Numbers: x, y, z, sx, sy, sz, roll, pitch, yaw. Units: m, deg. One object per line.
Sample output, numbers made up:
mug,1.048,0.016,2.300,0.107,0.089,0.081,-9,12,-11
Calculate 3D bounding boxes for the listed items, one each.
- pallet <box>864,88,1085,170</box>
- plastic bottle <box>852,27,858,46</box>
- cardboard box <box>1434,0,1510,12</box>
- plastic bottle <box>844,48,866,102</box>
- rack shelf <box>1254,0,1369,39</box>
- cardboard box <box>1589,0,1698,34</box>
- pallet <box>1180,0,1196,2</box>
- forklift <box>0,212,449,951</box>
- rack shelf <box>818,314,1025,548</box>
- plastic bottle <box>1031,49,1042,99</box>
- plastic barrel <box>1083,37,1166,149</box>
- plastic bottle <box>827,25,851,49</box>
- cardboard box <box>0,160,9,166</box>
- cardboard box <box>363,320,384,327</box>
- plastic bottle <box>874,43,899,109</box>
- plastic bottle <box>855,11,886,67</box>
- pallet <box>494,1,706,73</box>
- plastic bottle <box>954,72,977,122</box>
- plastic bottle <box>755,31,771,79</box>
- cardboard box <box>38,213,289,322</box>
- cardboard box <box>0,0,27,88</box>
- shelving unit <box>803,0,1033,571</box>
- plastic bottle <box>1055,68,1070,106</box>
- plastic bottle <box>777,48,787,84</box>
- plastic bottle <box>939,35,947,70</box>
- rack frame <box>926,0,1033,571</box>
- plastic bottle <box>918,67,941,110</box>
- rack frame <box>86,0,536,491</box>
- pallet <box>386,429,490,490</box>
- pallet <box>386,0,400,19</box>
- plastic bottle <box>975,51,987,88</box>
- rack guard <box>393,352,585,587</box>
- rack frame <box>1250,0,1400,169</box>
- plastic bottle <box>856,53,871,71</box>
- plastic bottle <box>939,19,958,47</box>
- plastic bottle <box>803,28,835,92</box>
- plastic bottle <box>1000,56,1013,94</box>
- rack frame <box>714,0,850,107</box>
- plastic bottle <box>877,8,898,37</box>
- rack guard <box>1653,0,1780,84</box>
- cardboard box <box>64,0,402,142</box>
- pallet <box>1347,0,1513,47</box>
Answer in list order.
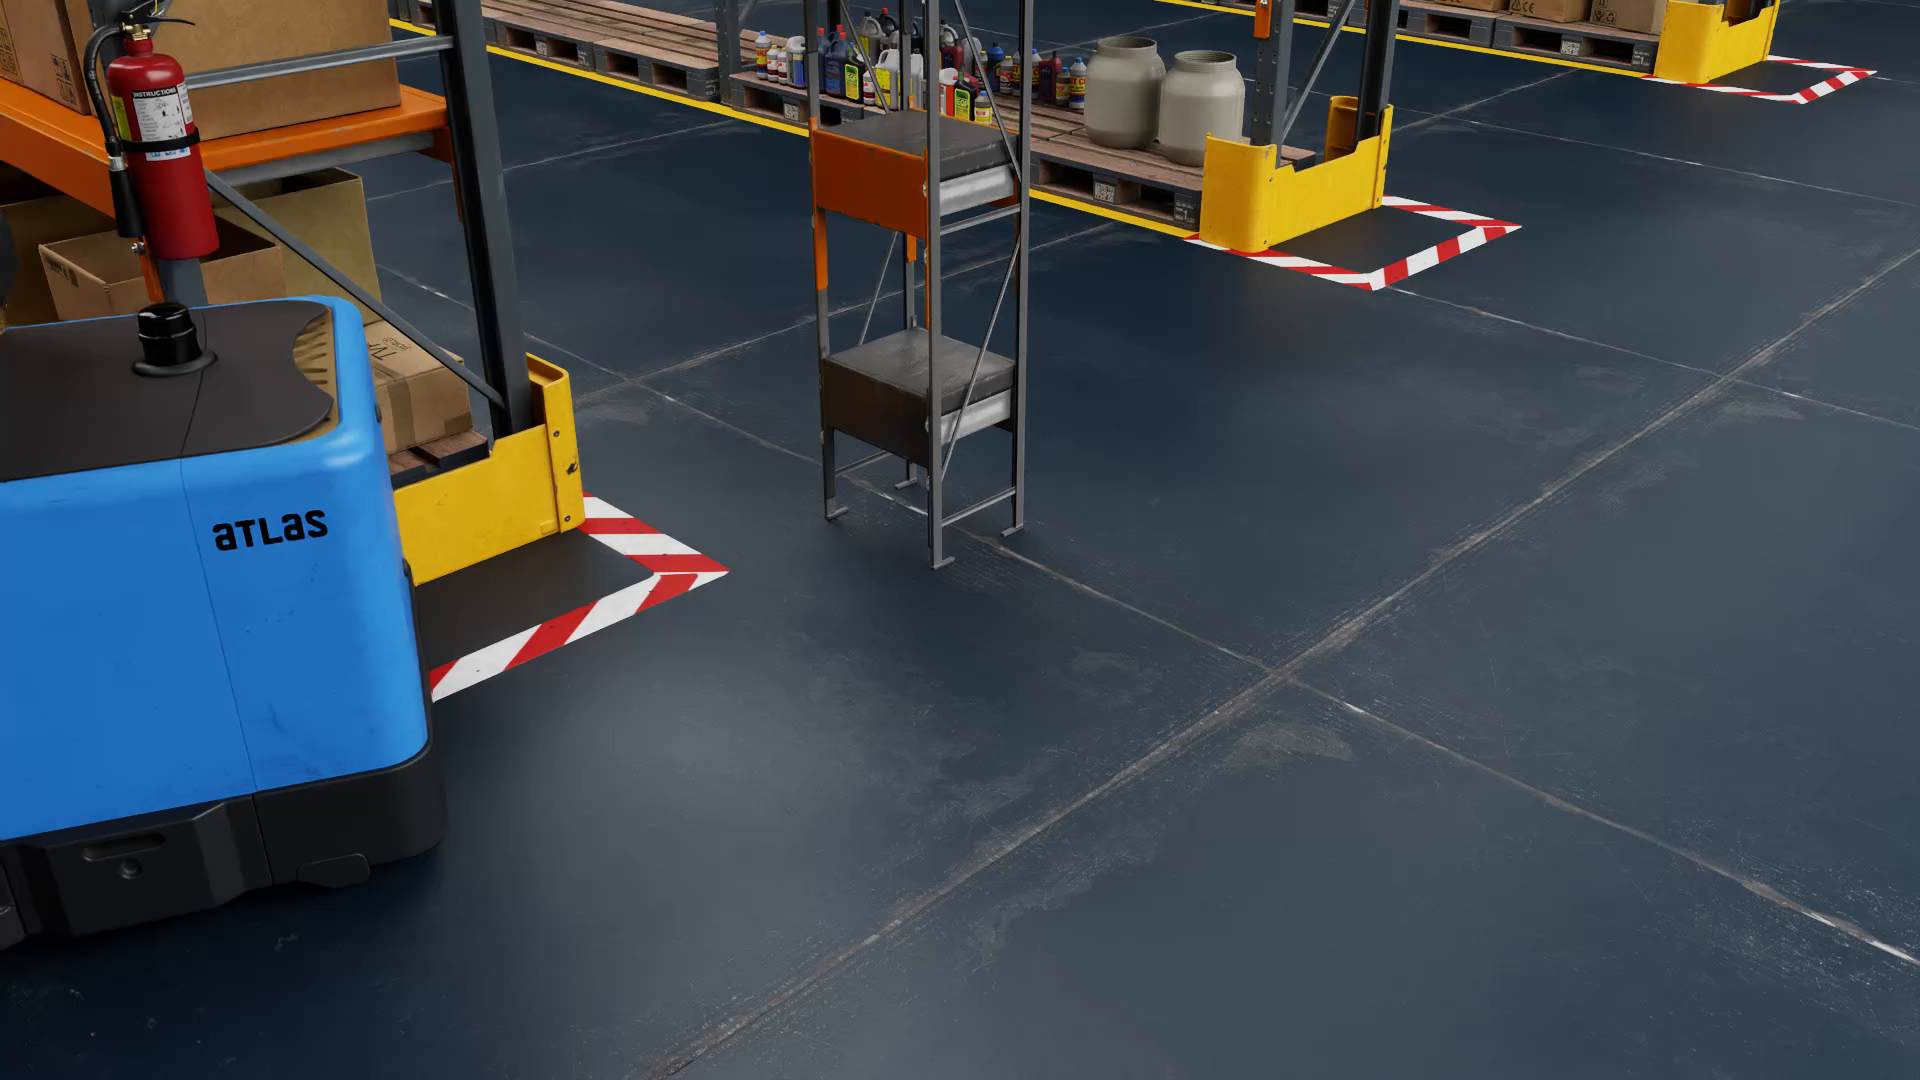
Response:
pallet,0.214,-2.344,9.481,1.213,0.211,1.003,25,36,38
plastic bottle,-0.633,-3.151,10.553,0.097,0.201,0.097,0,28,0
cardboard box,3.898,-4.231,12.308,0.500,0.500,0.500,-21,34,-35
plastic bottle,-0.602,-2.672,9.554,0.061,0.283,0.133,-23,36,-37
rack shelf,0.316,-3.239,8.959,4.000,0.370,1.077,25,36,38
cardboard box,4.781,-3.837,11.559,0.500,0.500,0.500,-18,33,-30
pallet,1.806,-4.873,14.290,1.213,0.211,1.003,25,36,38
forklift,-2.752,-0.527,3.102,3.031,2.935,1.130,-9,29,-17
rack shelf,-0.118,-0.352,5.196,0.480,0.518,0.431,25,36,38
plastic bottle,0.424,-2.698,9.618,0.097,0.271,0.097,0,28,0
plastic barrel,0.862,-2.342,8.703,0.421,0.512,0.421,0,28,0
plastic bottle,-0.724,-2.879,9.875,0.185,0.351,0.144,25,36,38
cardboard box,-3.403,-1.124,5.862,0.500,0.500,0.500,25,36,38
cardboard box,-2.319,-0.641,5.750,0.500,0.250,0.500,25,36,38
plastic bottle,-0.388,-2.630,9.403,0.185,0.351,0.144,24,36,38
plastic bottle,-0.550,-3.070,10.238,0.185,0.351,0.144,25,36,38
pallet,-2.571,-3.617,11.902,1.213,0.211,1.003,25,36,38
plastic bottle,0.029,-2.383,9.004,0.061,0.283,0.133,-24,36,-38
plastic bottle,-1.190,-2.947,10.091,0.097,0.271,0.097,0,28,0
cardboard box,-2.324,-0.639,4.939,0.500,0.500,0.500,25,36,38
cardboard box,-2.785,-1.796,5.336,0.500,0.500,0.700,25,37,39
shelving unit,-0.118,-0.983,4.864,0.503,2.100,0.431,25,36,38
plastic bottle,0.594,-2.589,9.485,0.097,0.201,0.097,0,28,0
plastic bottle,-1.045,-2.850,9.981,0.097,0.201,0.097,0,28,0
plastic bottle,-0.135,-2.877,9.945,0.133,0.283,0.061,25,36,38
rack frame,0.056,-0.904,4.713,0.015,2.100,0.400,25,36,38
plastic bottle,-0.134,-2.484,9.205,0.135,0.276,0.152,23,36,37
rack frame,-1.733,-1.262,4.427,0.127,3.000,1.000,25,36,38
pallet,-2.308,-0.263,5.524,1.213,0.211,1.003,25,36,38
pallet,-4.554,-4.524,13.627,1.213,0.211,1.003,25,36,38
plastic bottle,0.135,-2.799,9.885,0.097,0.201,0.097,0,28,0
rack guard,-1.716,-0.148,4.993,0.348,0.500,1.175,25,36,38
rack frame,1.742,-2.904,7.551,0.127,3.000,1.000,25,36,38
plastic bottle,-0.560,-2.698,9.618,0.097,0.271,0.097,0,28,0
plastic bottle,-0.082,-2.949,10.010,0.185,0.351,0.144,24,36,38
plastic bottle,-0.825,-2.831,9.784,0.144,0.351,0.185,-24,36,-38
plastic bottle,0.282,-2.732,9.757,0.097,0.201,0.097,0,28,0
rack frame,-1.110,-4.210,10.033,0.127,3.000,1.000,25,36,38
plastic bottle,-0.449,-3.117,10.329,0.185,0.351,0.144,23,36,37
rack guard,5.161,-3.467,11.305,0.348,0.500,1.175,25,36,38
cardboard box,-2.057,-1.463,4.701,0.500,0.500,0.700,25,36,38
pallet,3.740,-4.014,12.656,1.213,0.211,1.003,25,36,38
